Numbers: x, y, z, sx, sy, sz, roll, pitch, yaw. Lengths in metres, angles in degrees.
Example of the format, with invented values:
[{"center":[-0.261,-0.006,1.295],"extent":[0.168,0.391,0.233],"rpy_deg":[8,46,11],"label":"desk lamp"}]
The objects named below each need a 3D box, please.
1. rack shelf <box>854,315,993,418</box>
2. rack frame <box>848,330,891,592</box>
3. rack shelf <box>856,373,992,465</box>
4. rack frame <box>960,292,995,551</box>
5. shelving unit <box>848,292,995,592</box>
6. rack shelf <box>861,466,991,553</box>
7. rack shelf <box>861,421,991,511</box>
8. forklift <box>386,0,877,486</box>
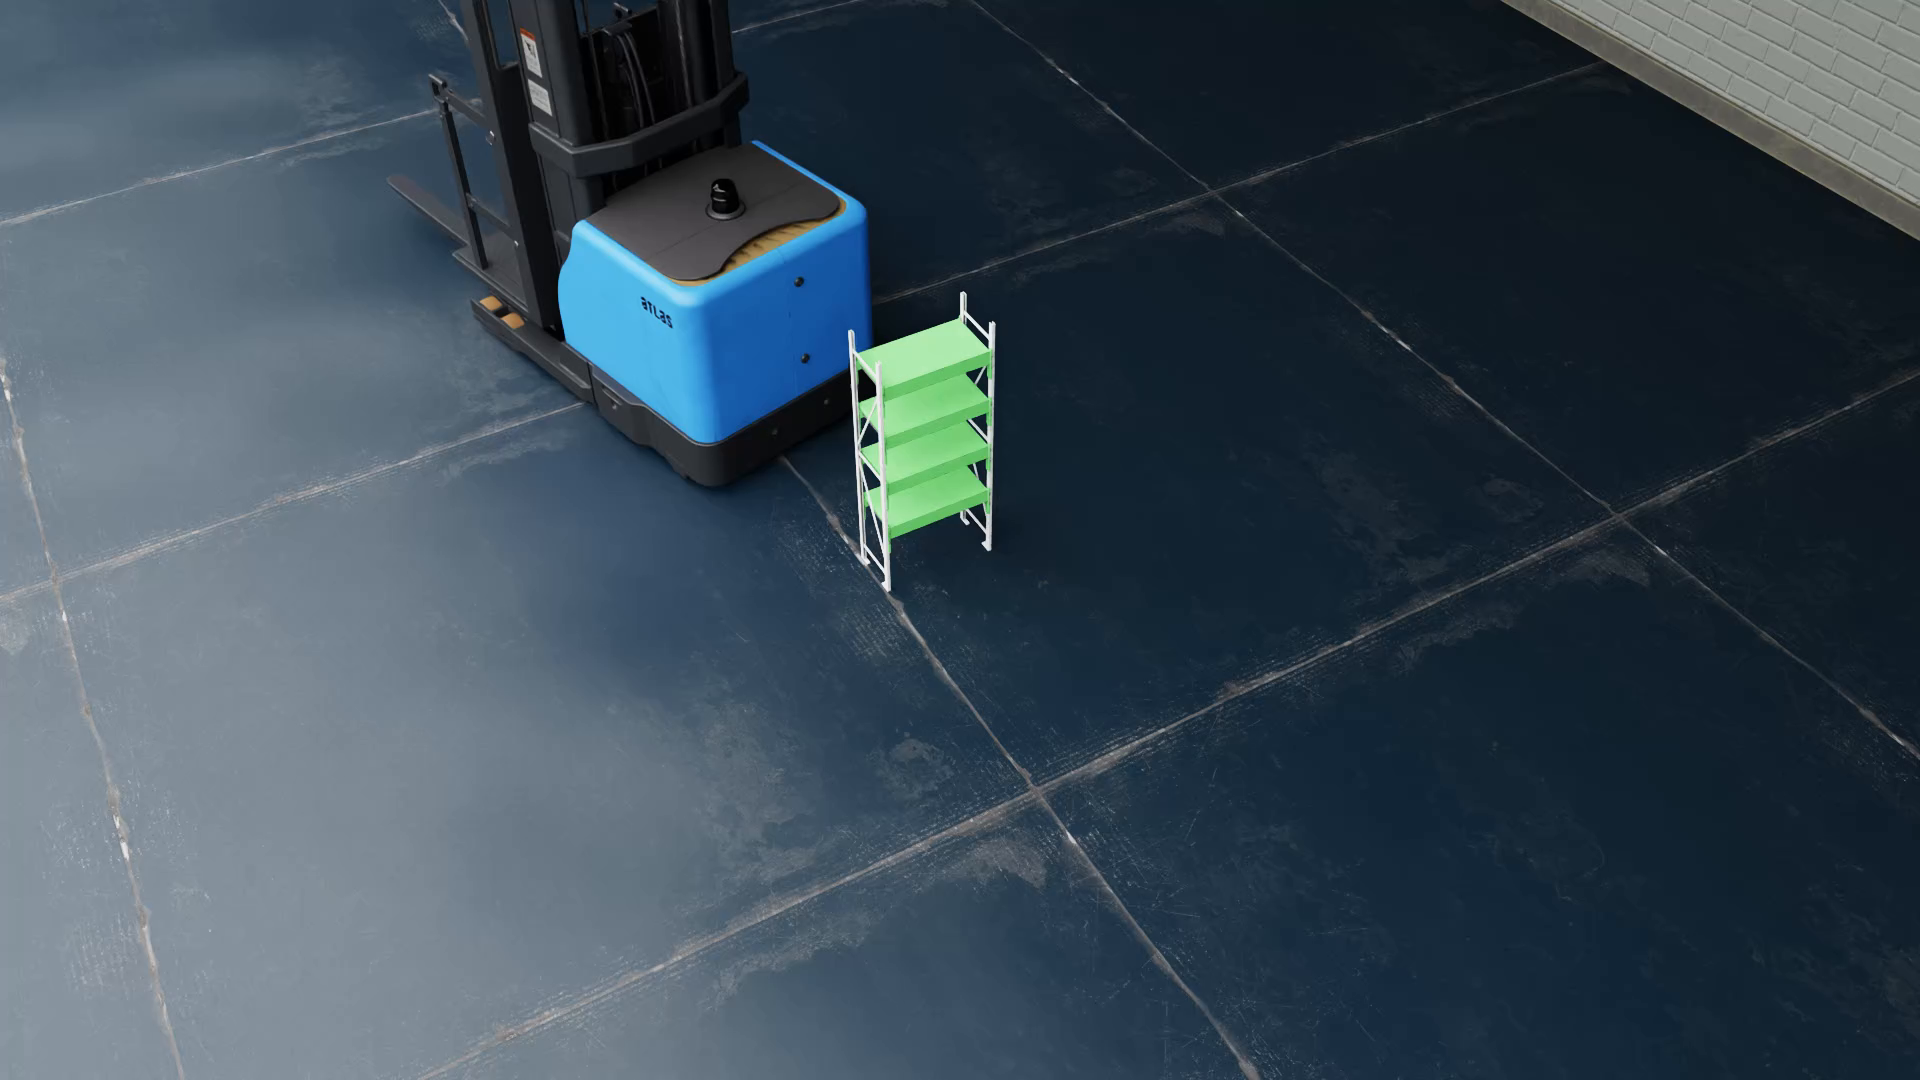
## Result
[{"center":[-0.144,-0.672,6.413],"extent":[0.480,0.148,0.258],"rpy_deg":[-22,48,-21],"label":"rack shelf"},{"center":[-0.355,-0.288,6.615],"extent":[0.015,1.200,0.240],"rpy_deg":[-22,48,-21],"label":"rack frame"},{"center":[-0.144,-0.500,6.580],"extent":[0.480,0.148,0.258],"rpy_deg":[-22,48,-21],"label":"rack shelf"},{"center":[0.068,-0.458,6.790],"extent":[0.015,1.200,0.240],"rpy_deg":[-22,48,-21],"label":"rack frame"},{"center":[-0.144,-0.373,6.702],"extent":[0.503,1.200,0.258],"rpy_deg":[-22,48,-21],"label":"shelving unit"},{"center":[-0.144,-0.155,6.914],"extent":[0.480,0.148,0.258],"rpy_deg":[-22,48,-21],"label":"rack shelf"},{"center":[-0.144,-0.327,6.747],"extent":[0.480,0.148,0.258],"rpy_deg":[-22,48,-21],"label":"rack shelf"},{"center":[-1.763,-2.217,7.360],"extent":[1.130,2.935,3.031],"rpy_deg":[-34,53,-30],"label":"forklift"}]
